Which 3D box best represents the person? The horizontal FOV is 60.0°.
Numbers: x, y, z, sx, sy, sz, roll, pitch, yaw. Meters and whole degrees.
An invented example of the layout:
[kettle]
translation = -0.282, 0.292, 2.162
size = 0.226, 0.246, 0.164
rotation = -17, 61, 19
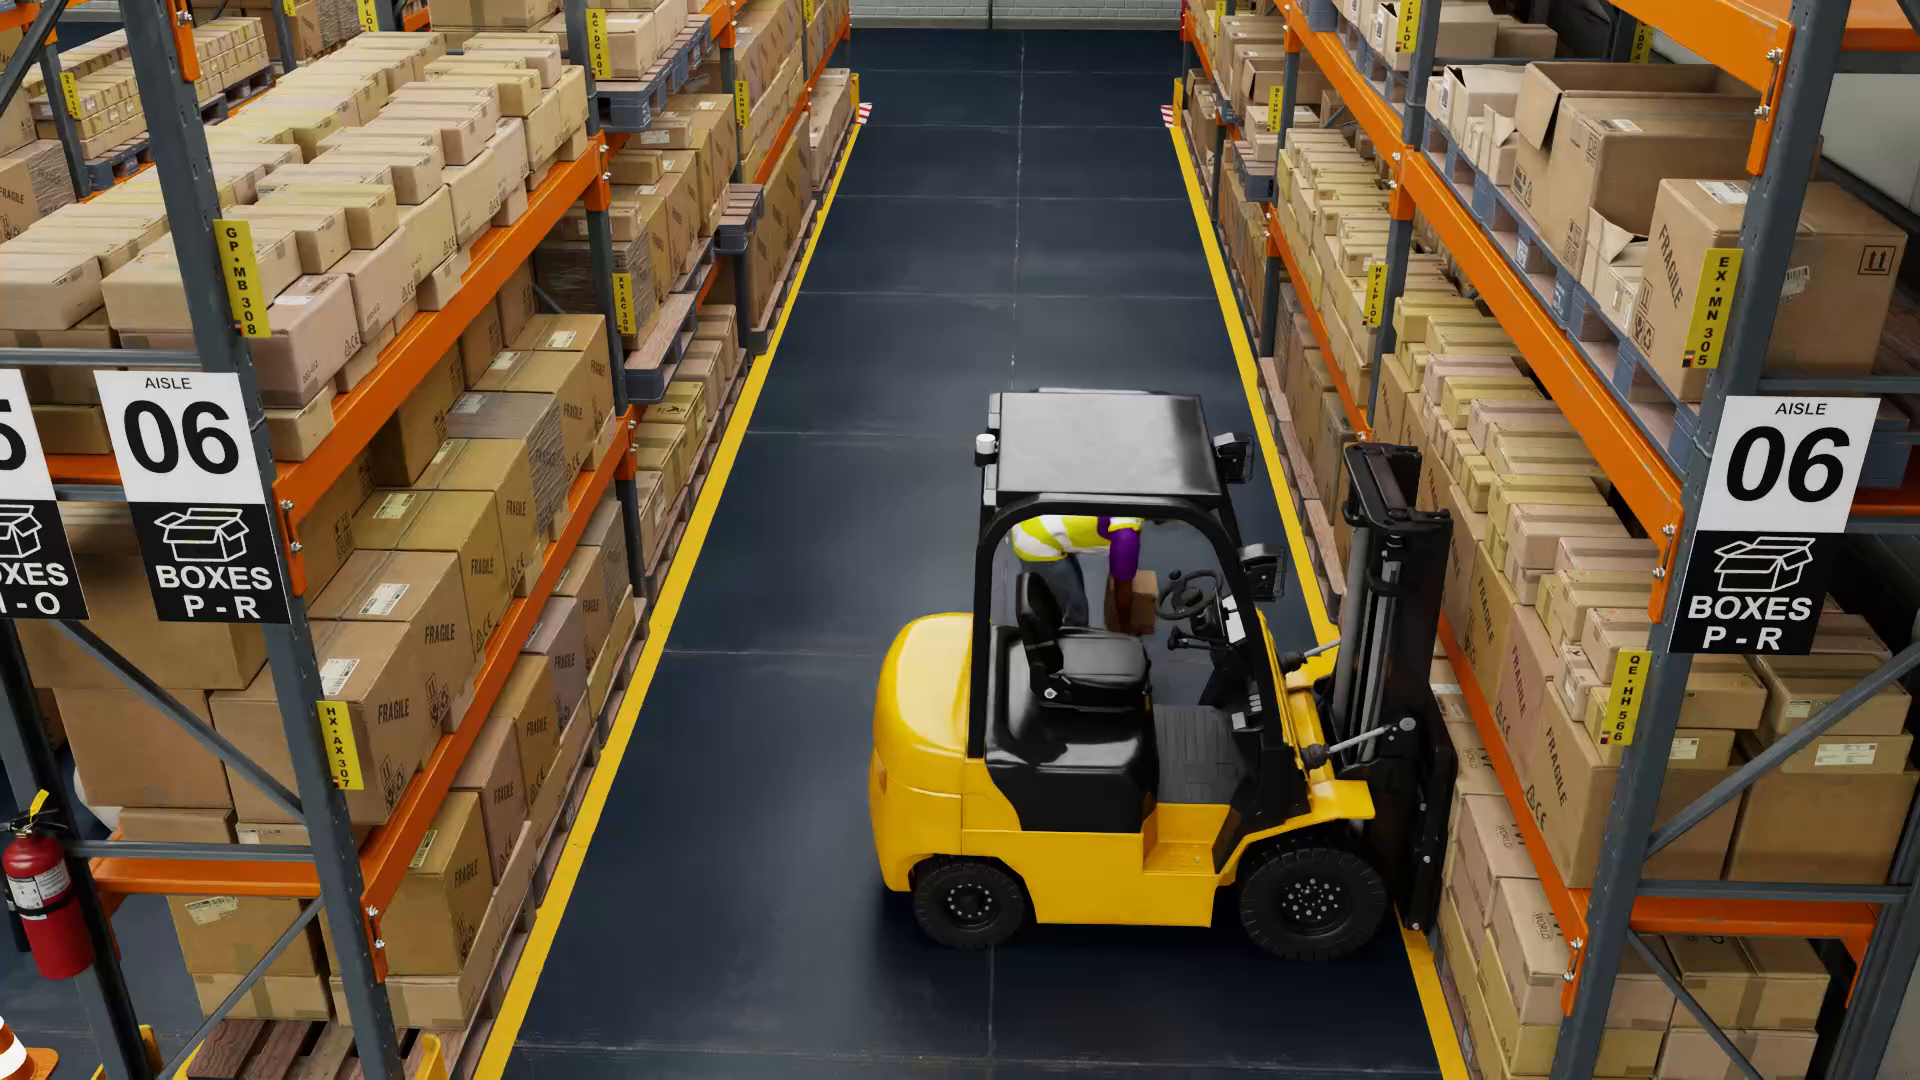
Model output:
[person]
translation = 0.746, 0.217, 8.741
size = 0.956, 1.242, 0.475
rotation = 0, 28, 0
